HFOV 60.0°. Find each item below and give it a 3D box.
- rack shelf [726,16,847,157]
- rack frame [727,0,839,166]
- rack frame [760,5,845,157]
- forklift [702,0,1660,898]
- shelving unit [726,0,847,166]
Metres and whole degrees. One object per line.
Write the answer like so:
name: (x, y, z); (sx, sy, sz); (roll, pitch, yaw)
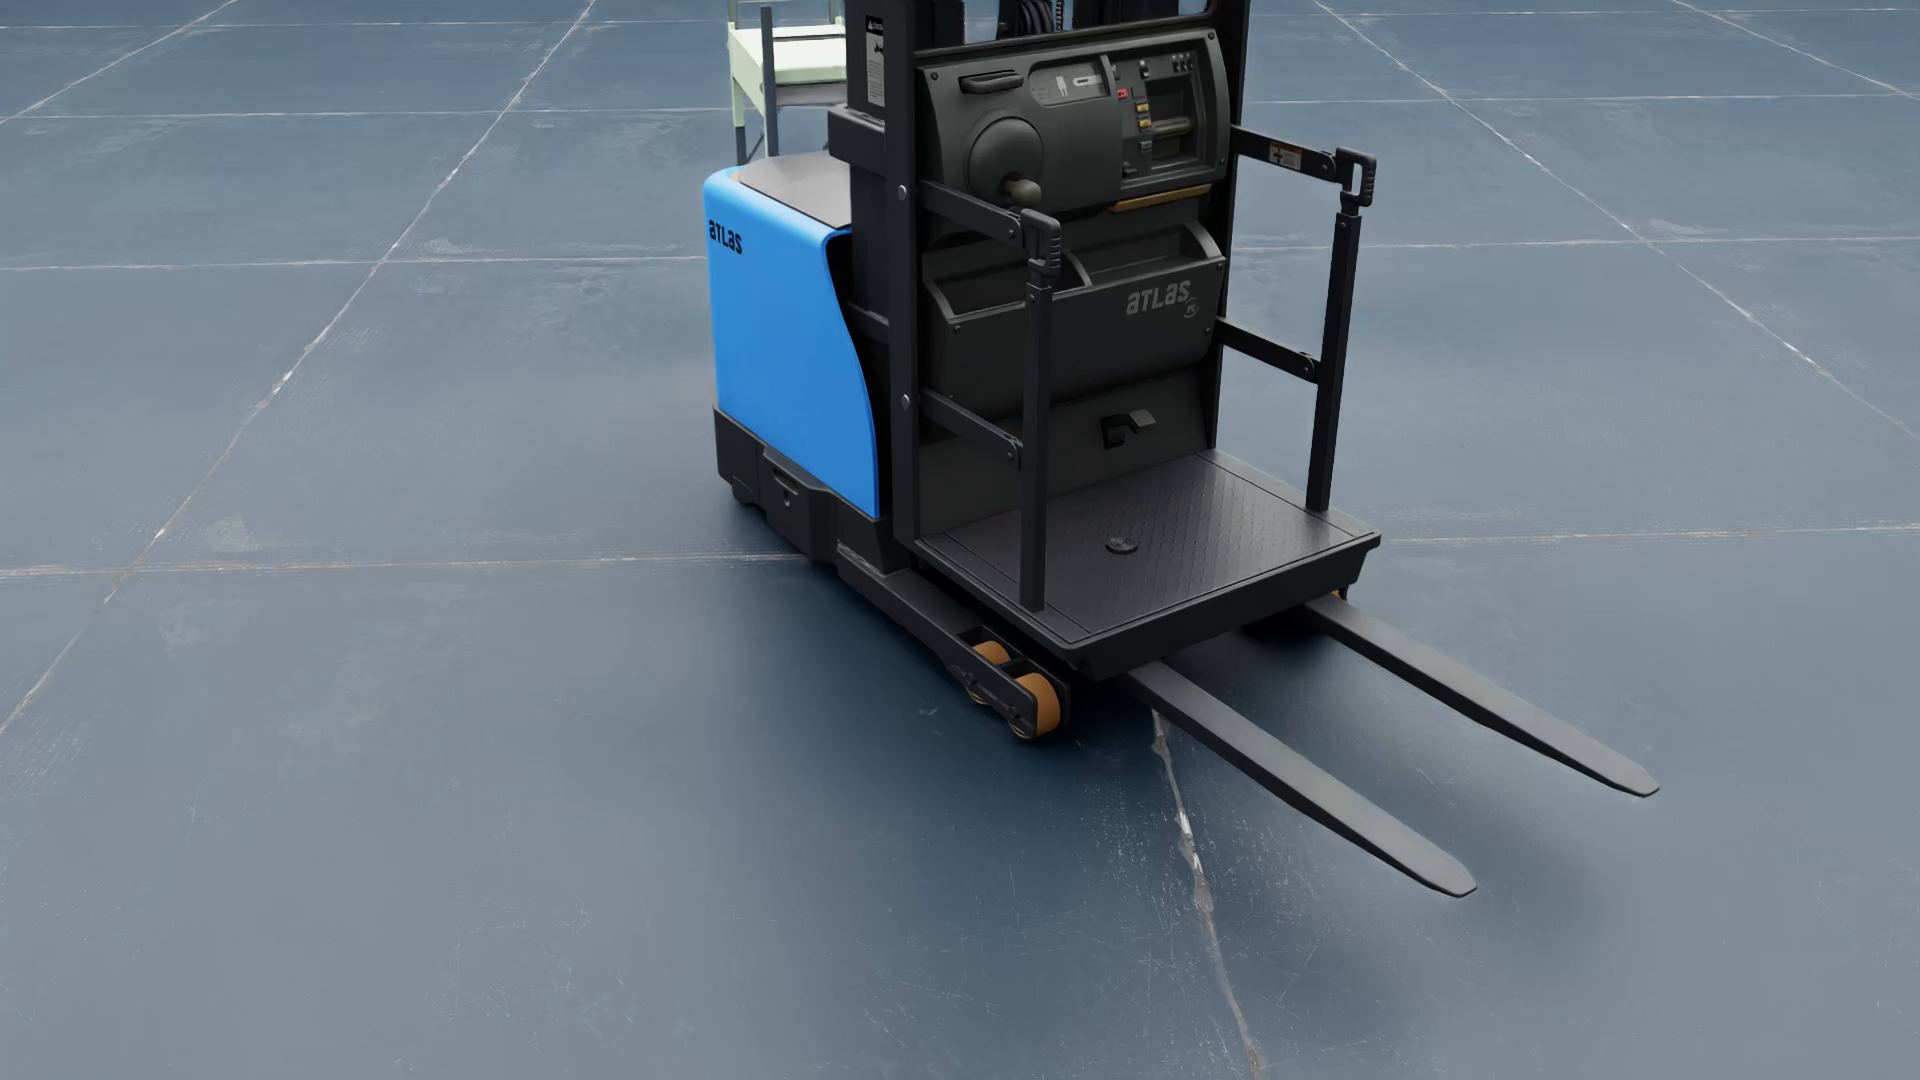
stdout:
rack shelf: (-0.533, -1.545, 5.747); (0.431, 0.370, 0.720); (-7, 28, -14)
rack frame: (-0.632, -1.362, 6.240); (0.400, 1.500, 0.023); (-7, 28, -14)
rack frame: (-0.434, -1.036, 5.615); (0.400, 1.500, 0.023); (-7, 28, -14)
forklift: (0.437, -1.042, 4.078); (1.130, 2.935, 3.031); (-17, 32, -30)
shelving unit: (-0.533, -1.199, 5.928); (0.431, 1.500, 0.755); (-7, 28, -14)
